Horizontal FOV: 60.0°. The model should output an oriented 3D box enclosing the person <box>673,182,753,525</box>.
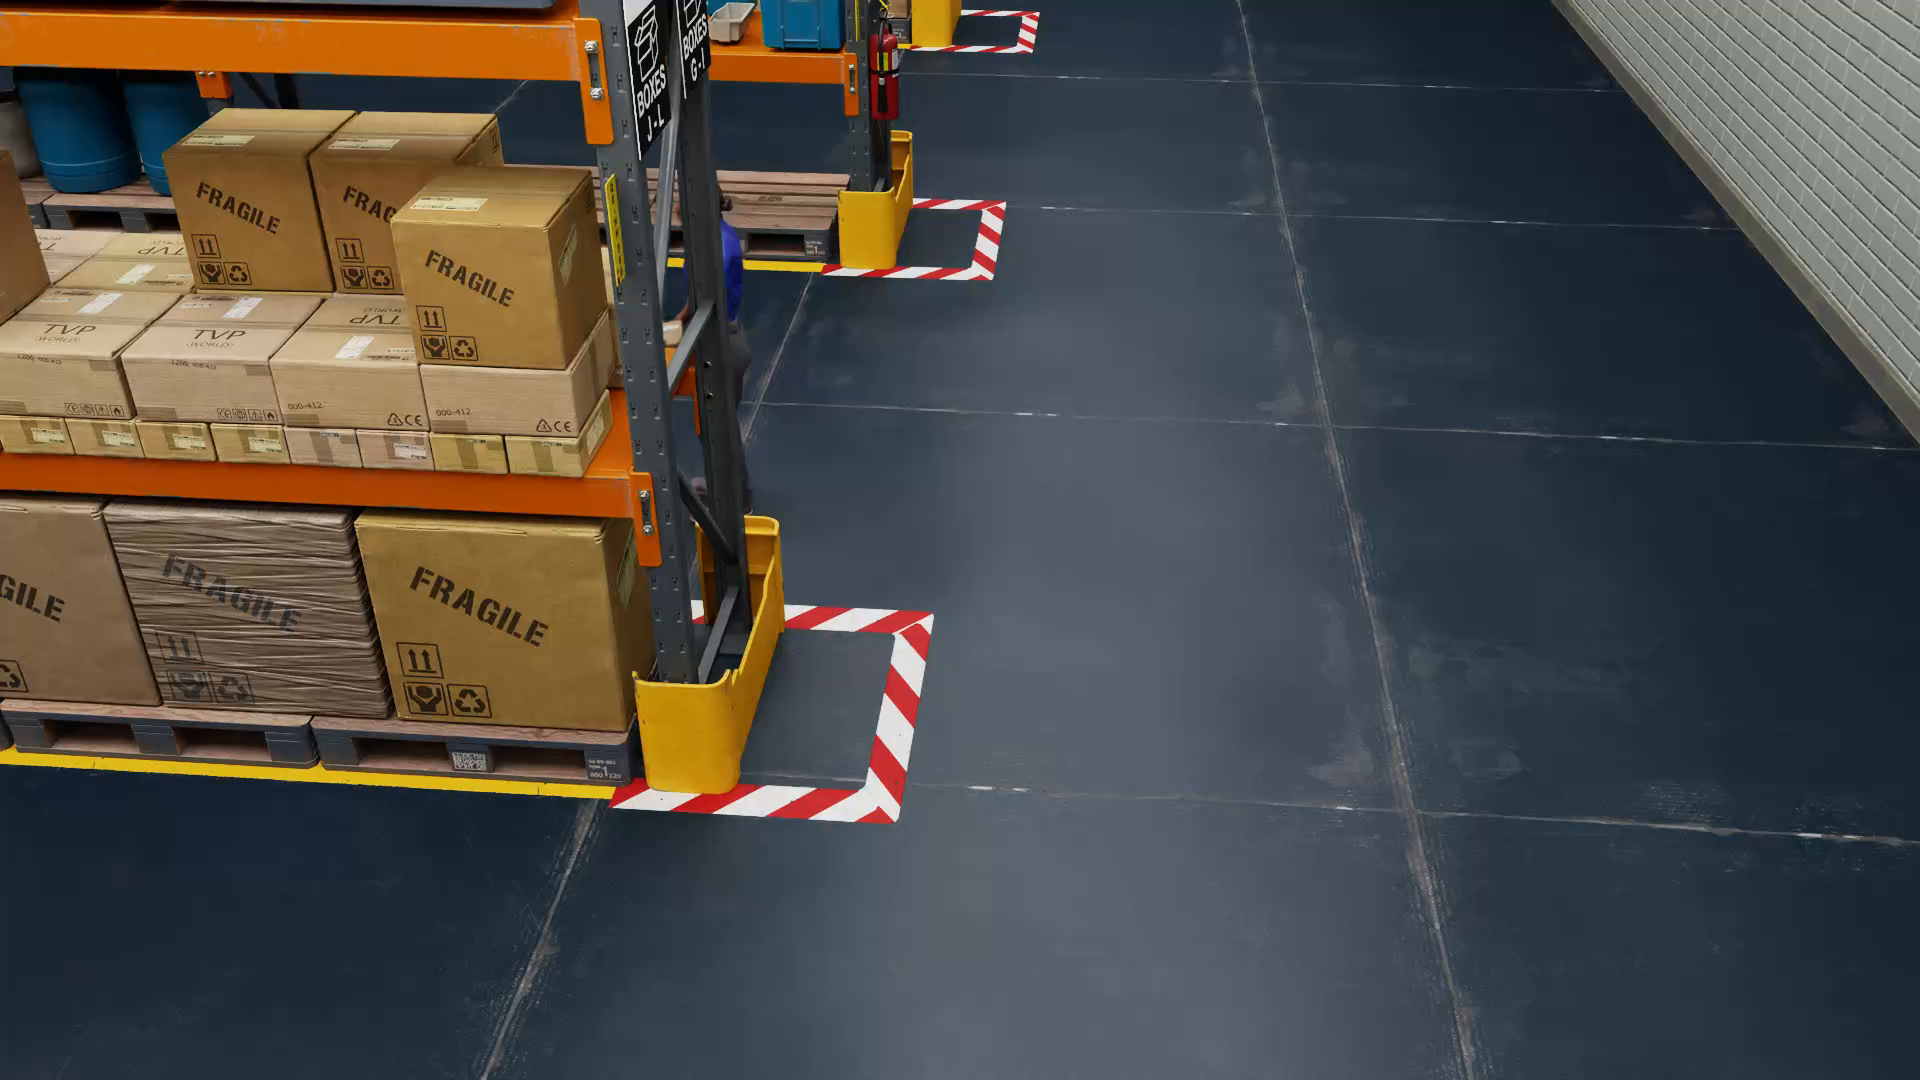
[{"bbox_3d":[-1.148,-0.859,7.501,0.405,1.663,0.479,-5,33,-8],"label":"person"}]
